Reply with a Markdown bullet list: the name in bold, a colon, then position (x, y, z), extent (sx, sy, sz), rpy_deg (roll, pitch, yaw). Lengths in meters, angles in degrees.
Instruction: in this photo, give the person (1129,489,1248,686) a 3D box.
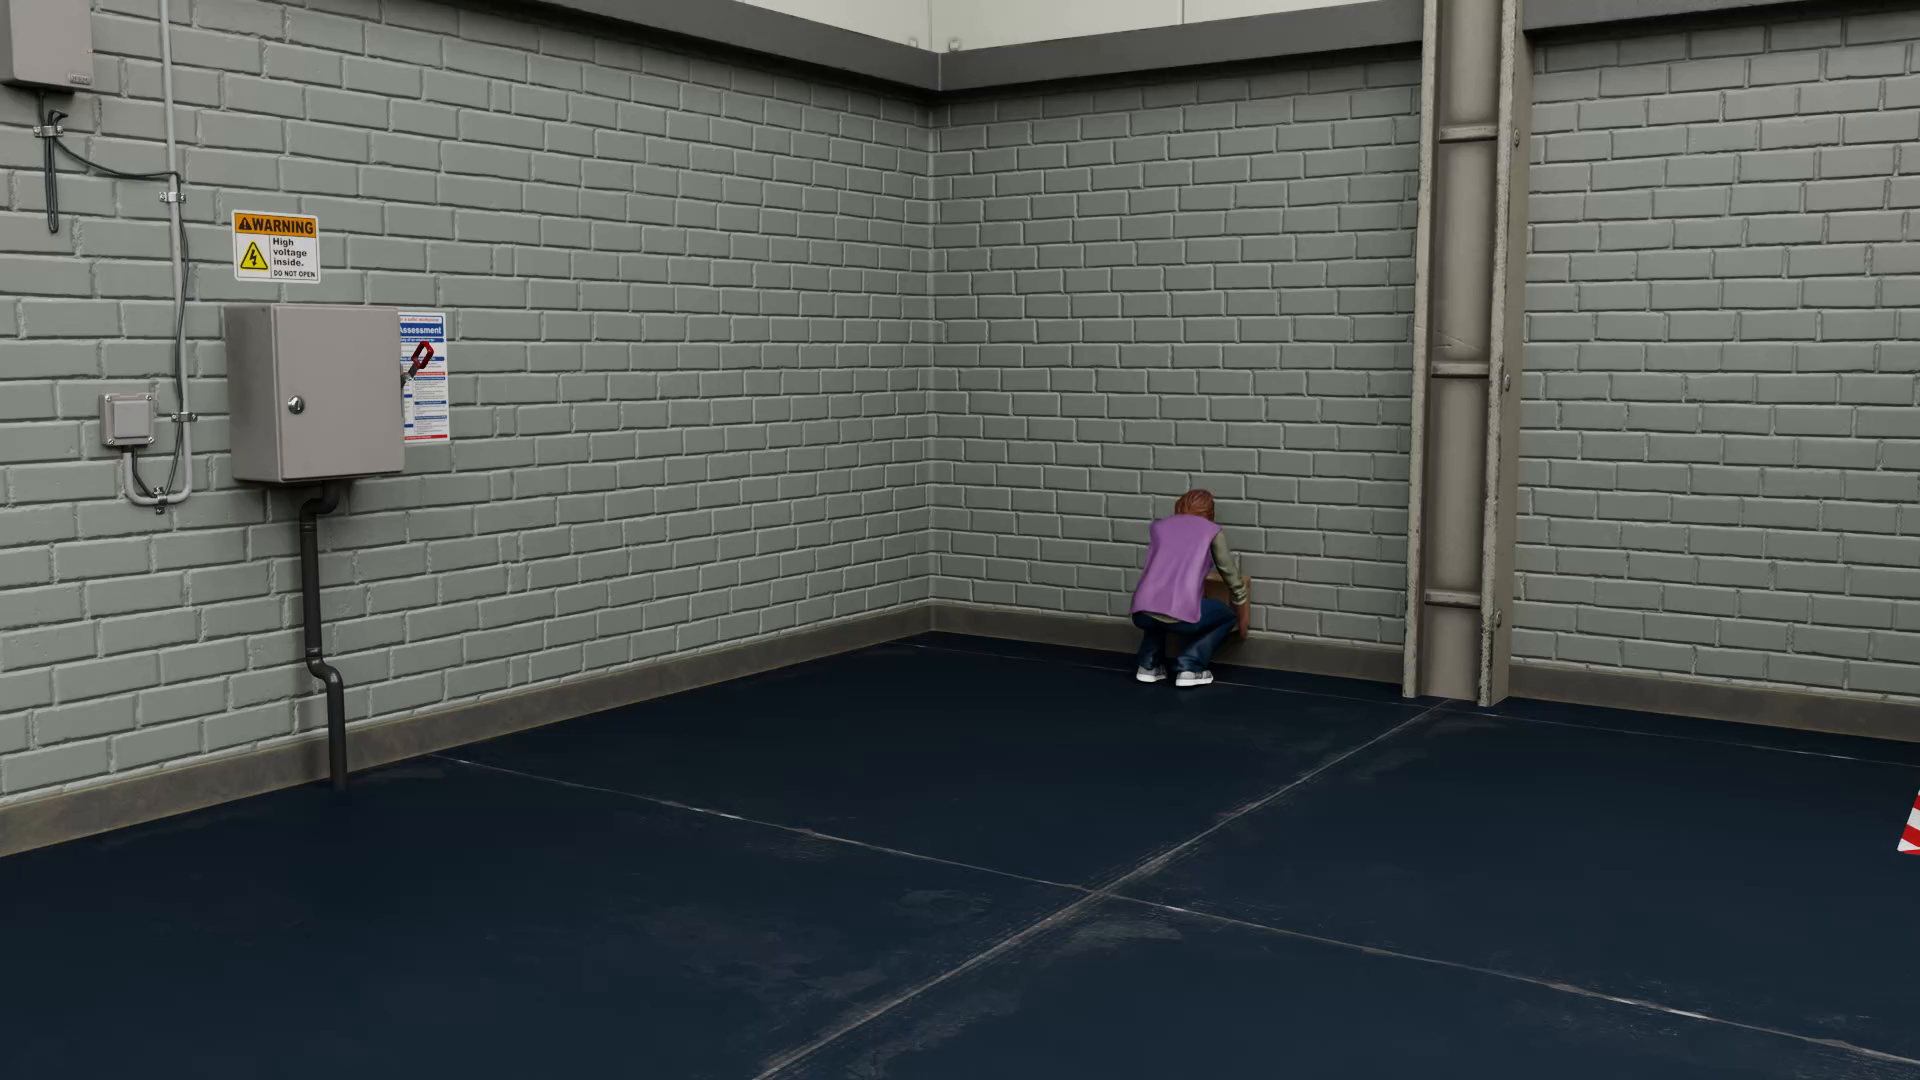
- **person**: position (1.080, 0.228, 7.892), extent (0.450, 0.883, 0.805), rpy_deg (4, 8, 33)
